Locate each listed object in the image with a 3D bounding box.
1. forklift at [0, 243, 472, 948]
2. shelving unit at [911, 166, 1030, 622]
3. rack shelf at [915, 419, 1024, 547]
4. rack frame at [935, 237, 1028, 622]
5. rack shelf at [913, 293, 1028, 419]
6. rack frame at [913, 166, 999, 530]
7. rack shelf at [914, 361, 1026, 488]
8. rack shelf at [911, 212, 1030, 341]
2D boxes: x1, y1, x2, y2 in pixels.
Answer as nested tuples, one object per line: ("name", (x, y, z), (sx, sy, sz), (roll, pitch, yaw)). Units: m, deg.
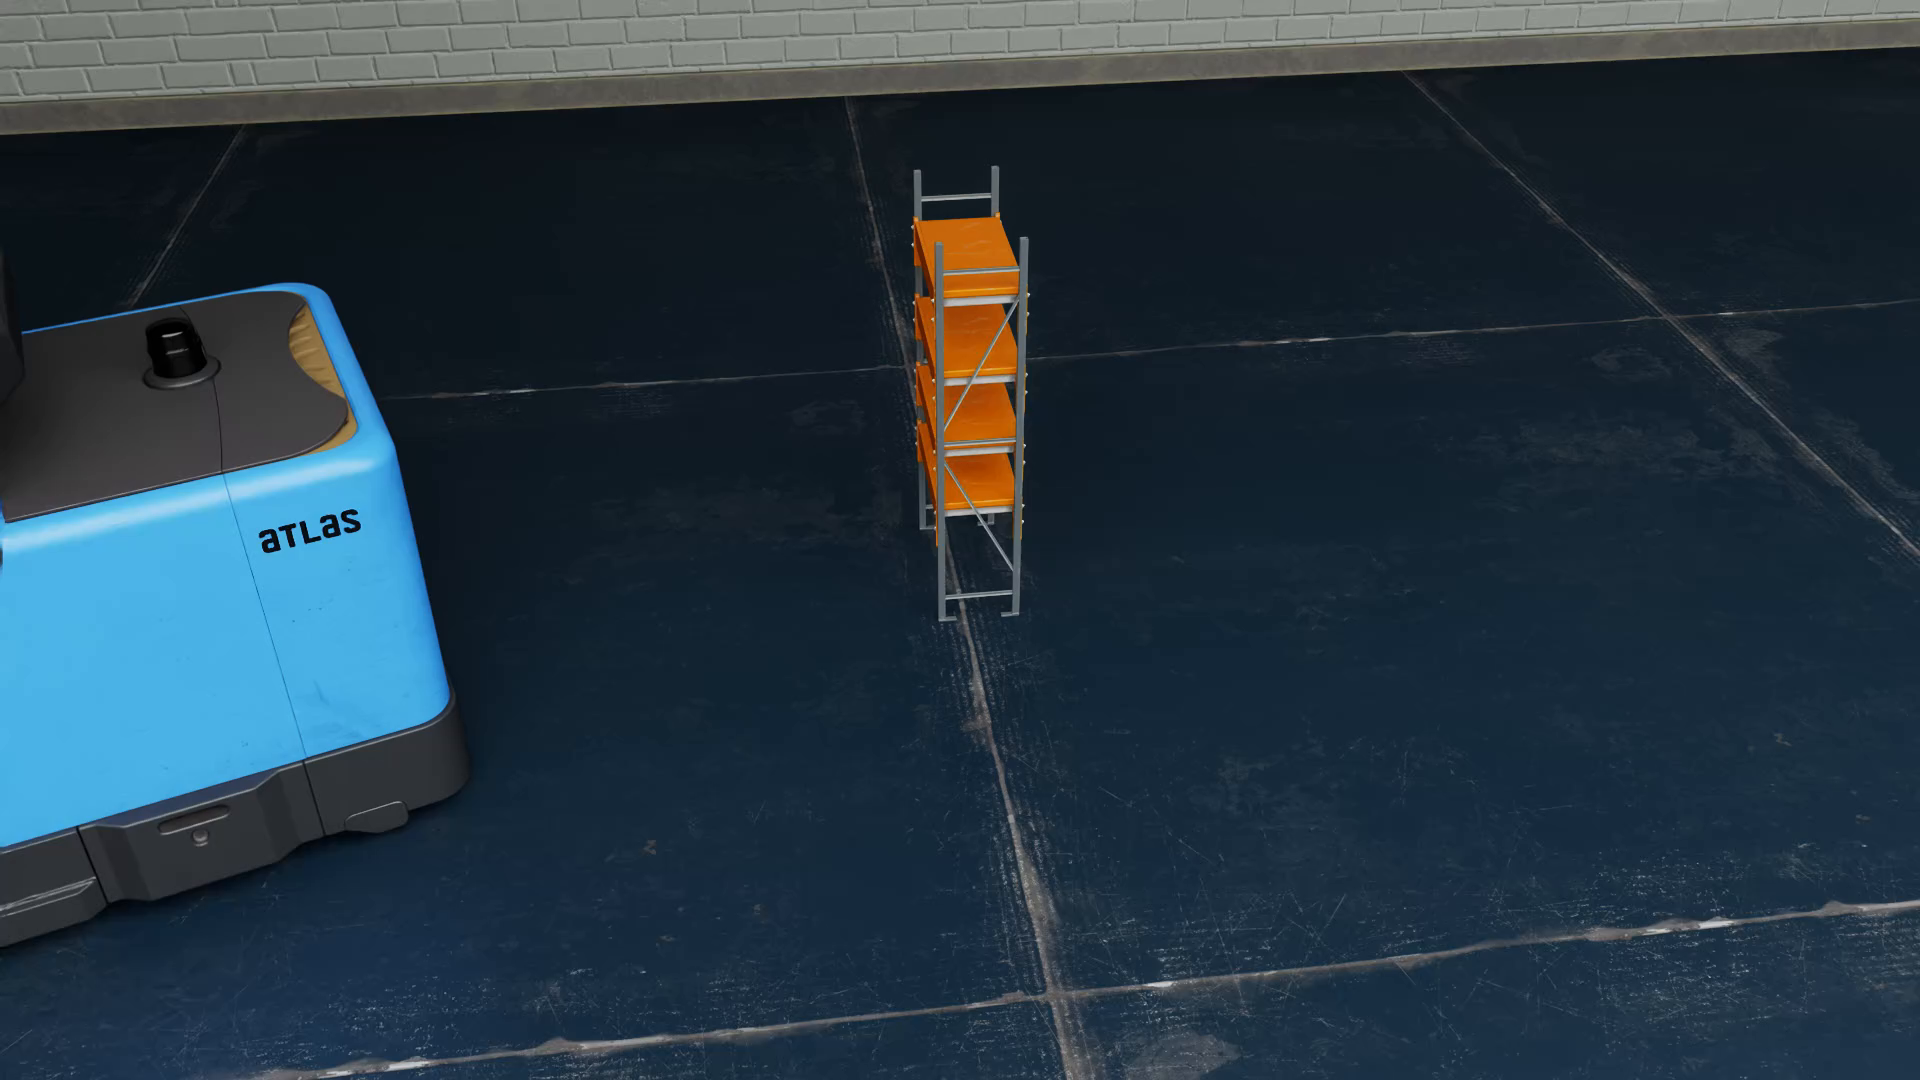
("forklift", (-2.800, -0.401, 3.236), (3.031, 2.935, 1.130), (-16, 37, -22))
("shelving unit", (0.022, -0.403, 4.777), (0.258, 1.200, 0.503), (-4, 35, -6))
("rack shelf", (0.022, -0.184, 4.926), (0.258, 0.148, 0.480), (-4, 35, -6))
("rack frame", (0.055, -0.267, 4.577), (0.240, 1.200, 0.015), (-4, 35, -6))
("rack shelf", (0.022, -0.533, 4.688), (0.258, 0.148, 0.480), (-4, 35, -6))
("rack frame", (-0.011, -0.540, 4.976), (0.240, 1.200, 0.015), (-4, 35, -6))
("rack shelf", (0.022, -0.348, 4.814), (0.258, 0.148, 0.480), (-4, 35, -6))
("rack shelf", (0.022, -0.728, 4.555), (0.258, 0.148, 0.480), (-4, 35, -6))
